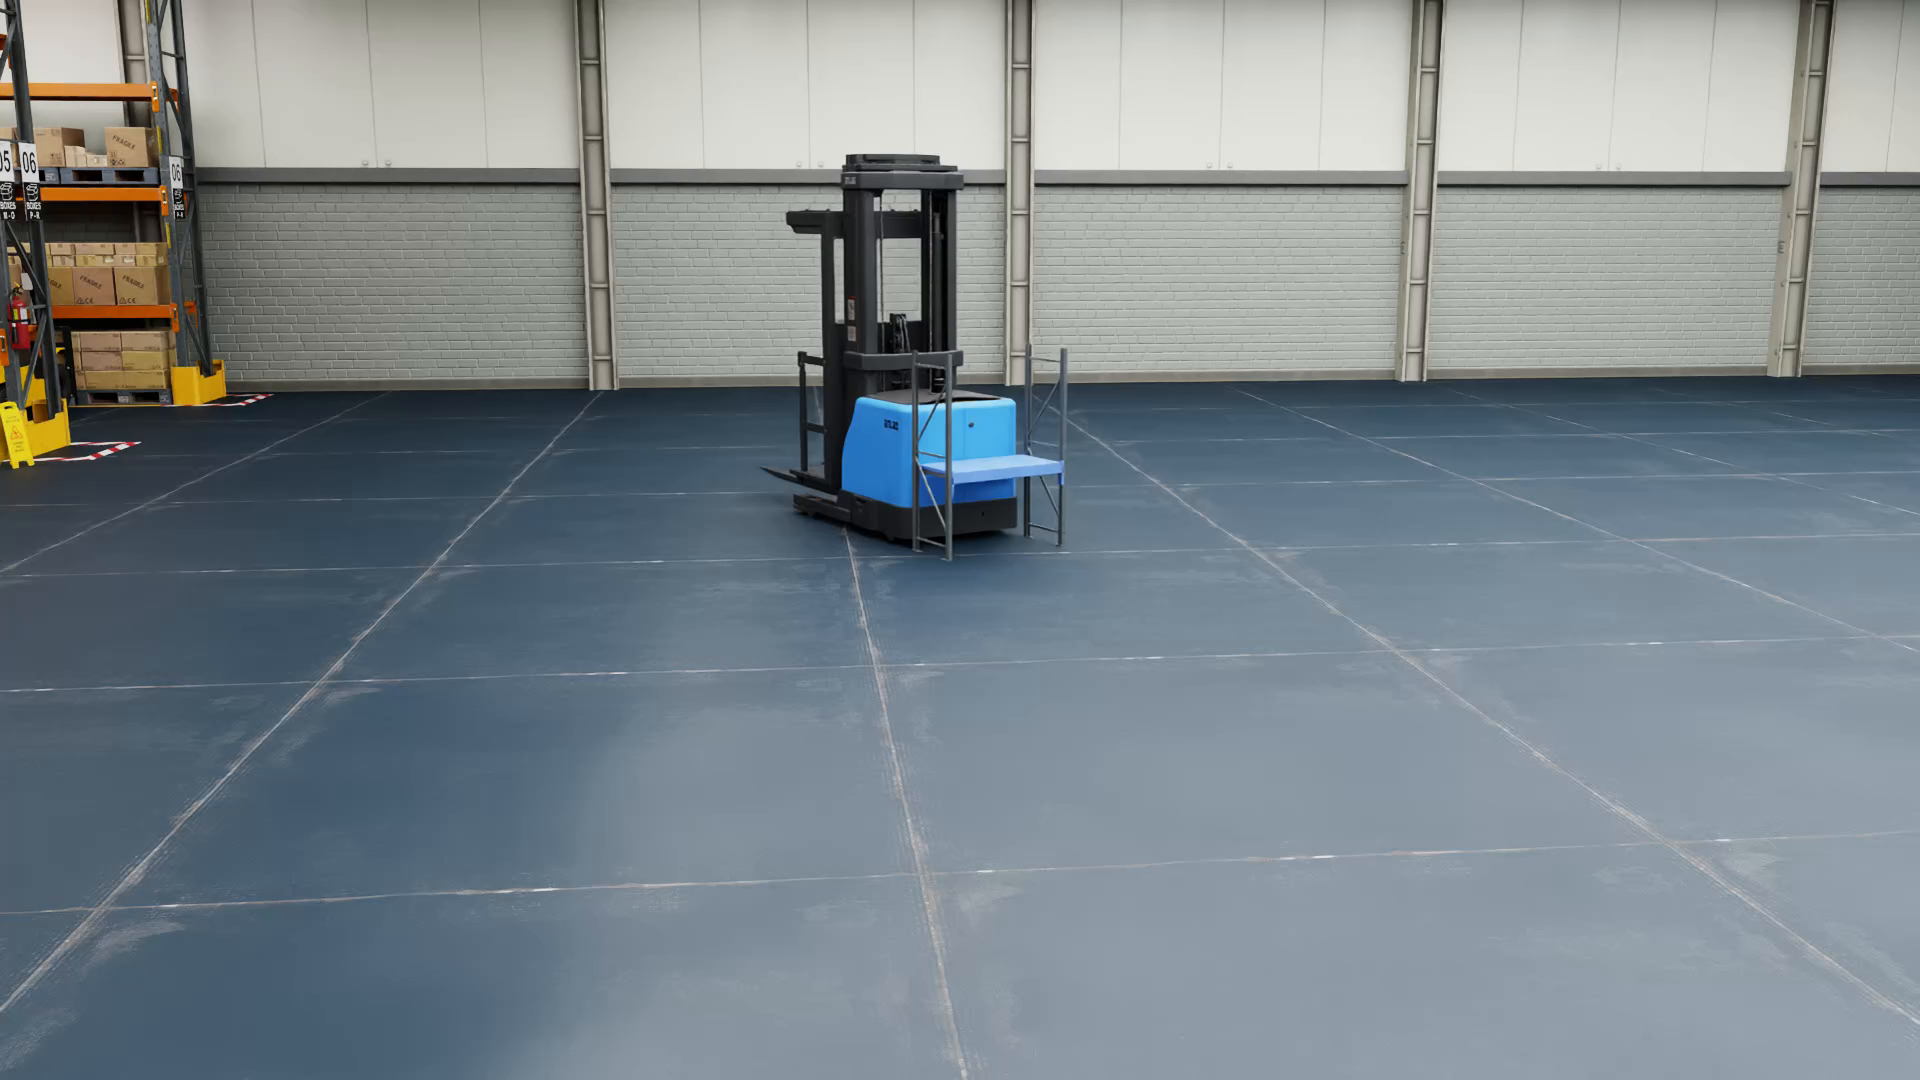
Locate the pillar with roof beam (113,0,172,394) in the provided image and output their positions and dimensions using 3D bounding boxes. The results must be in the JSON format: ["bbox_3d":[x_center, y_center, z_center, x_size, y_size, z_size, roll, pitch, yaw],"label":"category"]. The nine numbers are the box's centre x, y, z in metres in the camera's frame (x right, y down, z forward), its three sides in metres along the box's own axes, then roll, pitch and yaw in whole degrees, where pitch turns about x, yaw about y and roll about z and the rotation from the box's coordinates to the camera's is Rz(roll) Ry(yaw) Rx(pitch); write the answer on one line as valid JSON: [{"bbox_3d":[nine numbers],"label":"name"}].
[{"bbox_3d":[-10.612,-5.636,18.209,0.400,9.000,9.100,-1,11,-6],"label":"pillar with roof beam"}]

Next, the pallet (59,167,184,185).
[{"bbox_3d":[-10.993,-4.778,21.851,1.213,0.211,1.003,-1,11,-6],"label":"pallet"}]

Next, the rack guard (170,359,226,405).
[{"bbox_3d":[-10.263,-2.134,22.426,0.348,0.500,1.175,-1,11,-6],"label":"rack guard"}]

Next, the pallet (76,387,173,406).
[{"bbox_3d":[-11.043,-1.968,22.329,1.213,0.211,1.003,-1,11,-6],"label":"pallet"}]

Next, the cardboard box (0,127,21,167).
[{"bbox_3d":[-12.316,-5.074,21.512,0.637,0.503,0.797,-1,11,-4],"label":"cardboard box"}]

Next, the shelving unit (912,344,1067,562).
[{"bbox_3d":[0.221,-0.670,12.386,1.048,1.500,0.538,-7,13,-32],"label":"shelving unit"}]

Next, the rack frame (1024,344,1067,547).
[{"bbox_3d":[0.646,-0.723,12.658,0.032,1.500,0.500,-7,13,-32],"label":"rack frame"}]

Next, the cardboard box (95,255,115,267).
[{"bbox_3d":[-11.117,-3.661,21.776,0.250,0.149,0.380,-1,11,-5],"label":"cardboard box"}]

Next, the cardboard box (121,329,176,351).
[{"bbox_3d":[-10.711,-2.638,21.957,0.500,0.250,0.500,-1,11,-4],"label":"cardboard box"}]

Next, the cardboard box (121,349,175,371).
[{"bbox_3d":[-10.737,-2.392,22.002,0.500,0.250,0.500,-1,11,-7],"label":"cardboard box"}]

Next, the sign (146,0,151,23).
[{"bbox_3d":[-10.243,-6.696,20.975,0.005,0.325,0.100,-1,11,-6],"label":"sign"}]

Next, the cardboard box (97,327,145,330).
[{"bbox_3d":[-11.282,-2.722,22.387,0.500,0.250,0.500,-1,11,-6],"label":"cardboard box"}]

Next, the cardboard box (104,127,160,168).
[{"bbox_3d":[-10.701,-5.080,21.548,0.500,0.500,0.500,-1,11,-4],"label":"cardboard box"}]

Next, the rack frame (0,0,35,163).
[{"bbox_3d":[-9.747,-5.352,16.762,0.127,3.000,1.000,-1,11,-6],"label":"rack frame"}]

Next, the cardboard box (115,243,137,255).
[{"bbox_3d":[-10.862,-3.814,21.781,0.250,0.149,0.380,-1,11,-6],"label":"cardboard box"}]

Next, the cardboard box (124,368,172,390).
[{"bbox_3d":[-10.720,-2.146,22.049,0.500,0.250,0.500,-1,11,-6],"label":"cardboard box"}]

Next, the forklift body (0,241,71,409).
[{"bbox_3d":[-11.975,-2.554,20.283,1.214,2.155,2.313,-1,11,-6],"label":"forklift body"}]

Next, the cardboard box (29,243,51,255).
[{"bbox_3d":[-11.878,-3.779,21.604,0.250,0.149,0.380,-1,11,-5],"label":"cardboard box"}]

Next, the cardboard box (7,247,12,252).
[{"bbox_3d":[-12.397,-3.790,21.659,0.250,0.149,0.380,-1,11,-6],"label":"cardboard box"}]

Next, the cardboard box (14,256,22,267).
[{"bbox_3d":[-12.132,-3.647,21.701,0.250,0.149,0.380,-1,11,-6],"label":"cardboard box"}]

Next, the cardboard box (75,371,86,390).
[{"bbox_3d":[-11.714,-2.129,21.961,0.500,0.250,0.500,-1,11,-5],"label":"cardboard box"}]

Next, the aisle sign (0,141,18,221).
[{"bbox_3d":[-9.654,-3.629,16.813,0.004,0.787,0.394,-1,11,-6],"label":"aisle sign"}]

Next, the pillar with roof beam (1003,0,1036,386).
[{"bbox_3d":[1.318,-5.886,19.481,0.400,9.000,9.100,-1,11,-6],"label":"pillar with roof beam"}]

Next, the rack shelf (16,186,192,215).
[{"bbox_3d":[-12.275,-4.437,21.750,4.000,0.370,1.077,-1,11,-6],"label":"rack shelf"}]

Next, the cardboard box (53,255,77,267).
[{"bbox_3d":[-11.625,-3.644,21.686,0.250,0.149,0.380,-2,11,-8],"label":"cardboard box"}]

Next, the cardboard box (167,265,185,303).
[{"bbox_3d":[-10.810,-3.452,22.391,0.500,0.500,0.500,-1,11,-4],"label":"cardboard box"}]

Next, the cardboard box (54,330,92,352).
[{"bbox_3d":[-11.719,-2.614,21.834,0.500,0.250,0.500,-1,11,-5],"label":"cardboard box"}]

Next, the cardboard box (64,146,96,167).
[{"bbox_3d":[-11.330,-4.940,21.444,0.258,0.266,0.396,-1,11,-6],"label":"cardboard box"}]

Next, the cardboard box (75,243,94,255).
[{"bbox_3d":[-11.375,-3.812,21.773,0.250,0.149,0.380,-1,11,-6],"label":"cardboard box"}]

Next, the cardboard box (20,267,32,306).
[{"bbox_3d":[-12.273,-3.316,21.699,0.500,0.500,0.500,-1,11,-6],"label":"cardboard box"}]

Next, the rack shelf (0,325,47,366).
[{"bbox_3d":[-11.736,-2.013,17.198,4.000,0.370,1.077,-1,11,-6],"label":"rack shelf"}]

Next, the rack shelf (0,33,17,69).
[{"bbox_3d":[-11.736,-4.955,16.619,4.000,0.370,1.077,-1,11,-6],"label":"rack shelf"}]

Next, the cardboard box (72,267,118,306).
[{"bbox_3d":[-11.265,-3.339,21.818,0.500,0.500,0.500,-1,11,-4],"label":"cardboard box"}]

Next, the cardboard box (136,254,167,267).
[{"bbox_3d":[-10.602,-3.666,21.800,0.250,0.149,0.380,-1,11,-5],"label":"cardboard box"}]

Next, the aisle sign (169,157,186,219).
[{"bbox_3d":[-10.190,-4.580,21.652,0.004,0.787,0.394,-1,11,-6],"label":"aisle sign"}]

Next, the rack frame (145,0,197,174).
[{"bbox_3d":[-10.287,-6.303,21.603,0.127,3.000,1.000,-1,11,-6],"label":"rack frame"}]

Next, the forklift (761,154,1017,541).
[{"bbox_3d":[-0.743,-1.666,13.747,1.130,2.935,3.031,-7,13,-30],"label":"forklift"}]

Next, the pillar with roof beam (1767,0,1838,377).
[{"bbox_3d":[13.248,-6.136,20.752,0.400,9.000,9.100,-1,11,-6],"label":"pillar with roof beam"}]

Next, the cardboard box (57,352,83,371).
[{"bbox_3d":[-11.748,-2.369,21.884,0.500,0.250,0.500,-1,11,-7],"label":"cardboard box"}]
